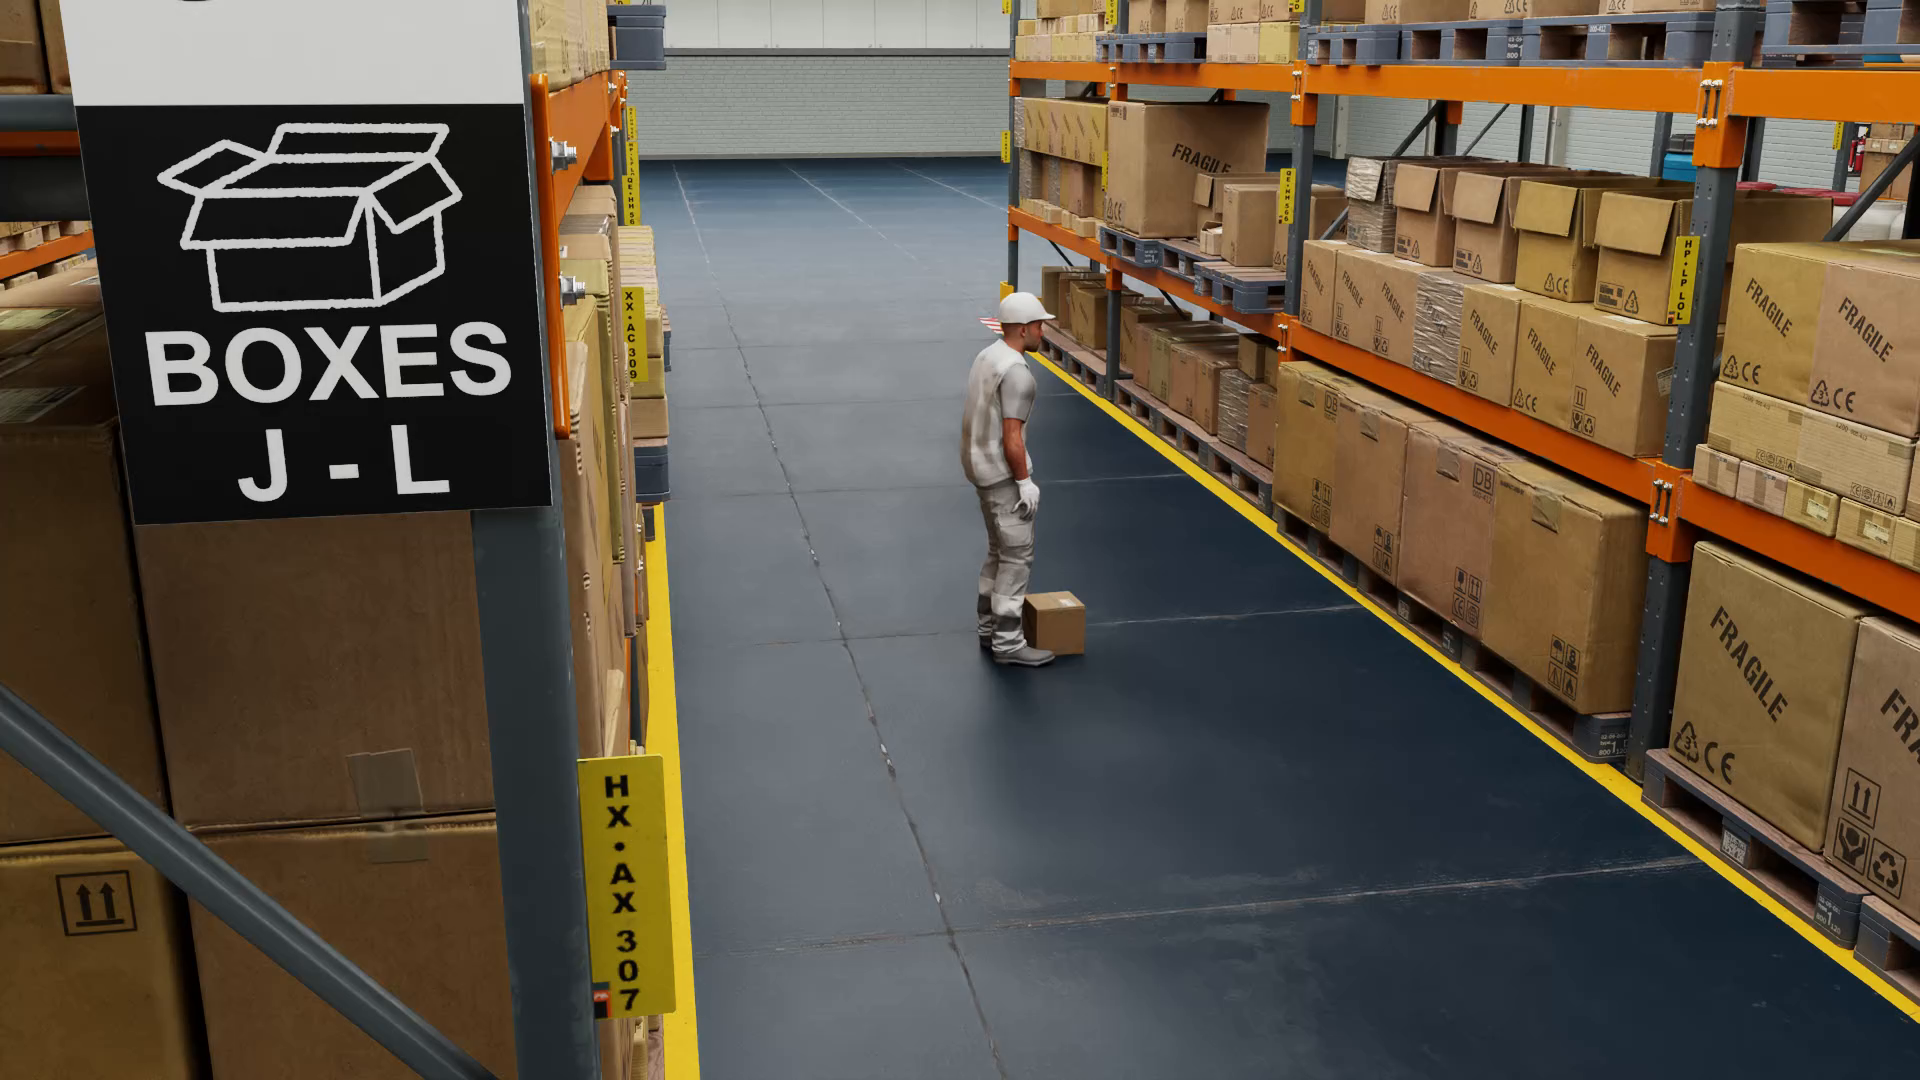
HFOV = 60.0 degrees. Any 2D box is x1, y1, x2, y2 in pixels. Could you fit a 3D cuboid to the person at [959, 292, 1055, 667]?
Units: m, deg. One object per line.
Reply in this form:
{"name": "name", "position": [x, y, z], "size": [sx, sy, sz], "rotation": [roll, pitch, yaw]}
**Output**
{"name": "person", "position": [0.240, -0.303, 8.055], "size": [0.451, 1.778, 0.611], "rotation": [-4, 17, -14]}
